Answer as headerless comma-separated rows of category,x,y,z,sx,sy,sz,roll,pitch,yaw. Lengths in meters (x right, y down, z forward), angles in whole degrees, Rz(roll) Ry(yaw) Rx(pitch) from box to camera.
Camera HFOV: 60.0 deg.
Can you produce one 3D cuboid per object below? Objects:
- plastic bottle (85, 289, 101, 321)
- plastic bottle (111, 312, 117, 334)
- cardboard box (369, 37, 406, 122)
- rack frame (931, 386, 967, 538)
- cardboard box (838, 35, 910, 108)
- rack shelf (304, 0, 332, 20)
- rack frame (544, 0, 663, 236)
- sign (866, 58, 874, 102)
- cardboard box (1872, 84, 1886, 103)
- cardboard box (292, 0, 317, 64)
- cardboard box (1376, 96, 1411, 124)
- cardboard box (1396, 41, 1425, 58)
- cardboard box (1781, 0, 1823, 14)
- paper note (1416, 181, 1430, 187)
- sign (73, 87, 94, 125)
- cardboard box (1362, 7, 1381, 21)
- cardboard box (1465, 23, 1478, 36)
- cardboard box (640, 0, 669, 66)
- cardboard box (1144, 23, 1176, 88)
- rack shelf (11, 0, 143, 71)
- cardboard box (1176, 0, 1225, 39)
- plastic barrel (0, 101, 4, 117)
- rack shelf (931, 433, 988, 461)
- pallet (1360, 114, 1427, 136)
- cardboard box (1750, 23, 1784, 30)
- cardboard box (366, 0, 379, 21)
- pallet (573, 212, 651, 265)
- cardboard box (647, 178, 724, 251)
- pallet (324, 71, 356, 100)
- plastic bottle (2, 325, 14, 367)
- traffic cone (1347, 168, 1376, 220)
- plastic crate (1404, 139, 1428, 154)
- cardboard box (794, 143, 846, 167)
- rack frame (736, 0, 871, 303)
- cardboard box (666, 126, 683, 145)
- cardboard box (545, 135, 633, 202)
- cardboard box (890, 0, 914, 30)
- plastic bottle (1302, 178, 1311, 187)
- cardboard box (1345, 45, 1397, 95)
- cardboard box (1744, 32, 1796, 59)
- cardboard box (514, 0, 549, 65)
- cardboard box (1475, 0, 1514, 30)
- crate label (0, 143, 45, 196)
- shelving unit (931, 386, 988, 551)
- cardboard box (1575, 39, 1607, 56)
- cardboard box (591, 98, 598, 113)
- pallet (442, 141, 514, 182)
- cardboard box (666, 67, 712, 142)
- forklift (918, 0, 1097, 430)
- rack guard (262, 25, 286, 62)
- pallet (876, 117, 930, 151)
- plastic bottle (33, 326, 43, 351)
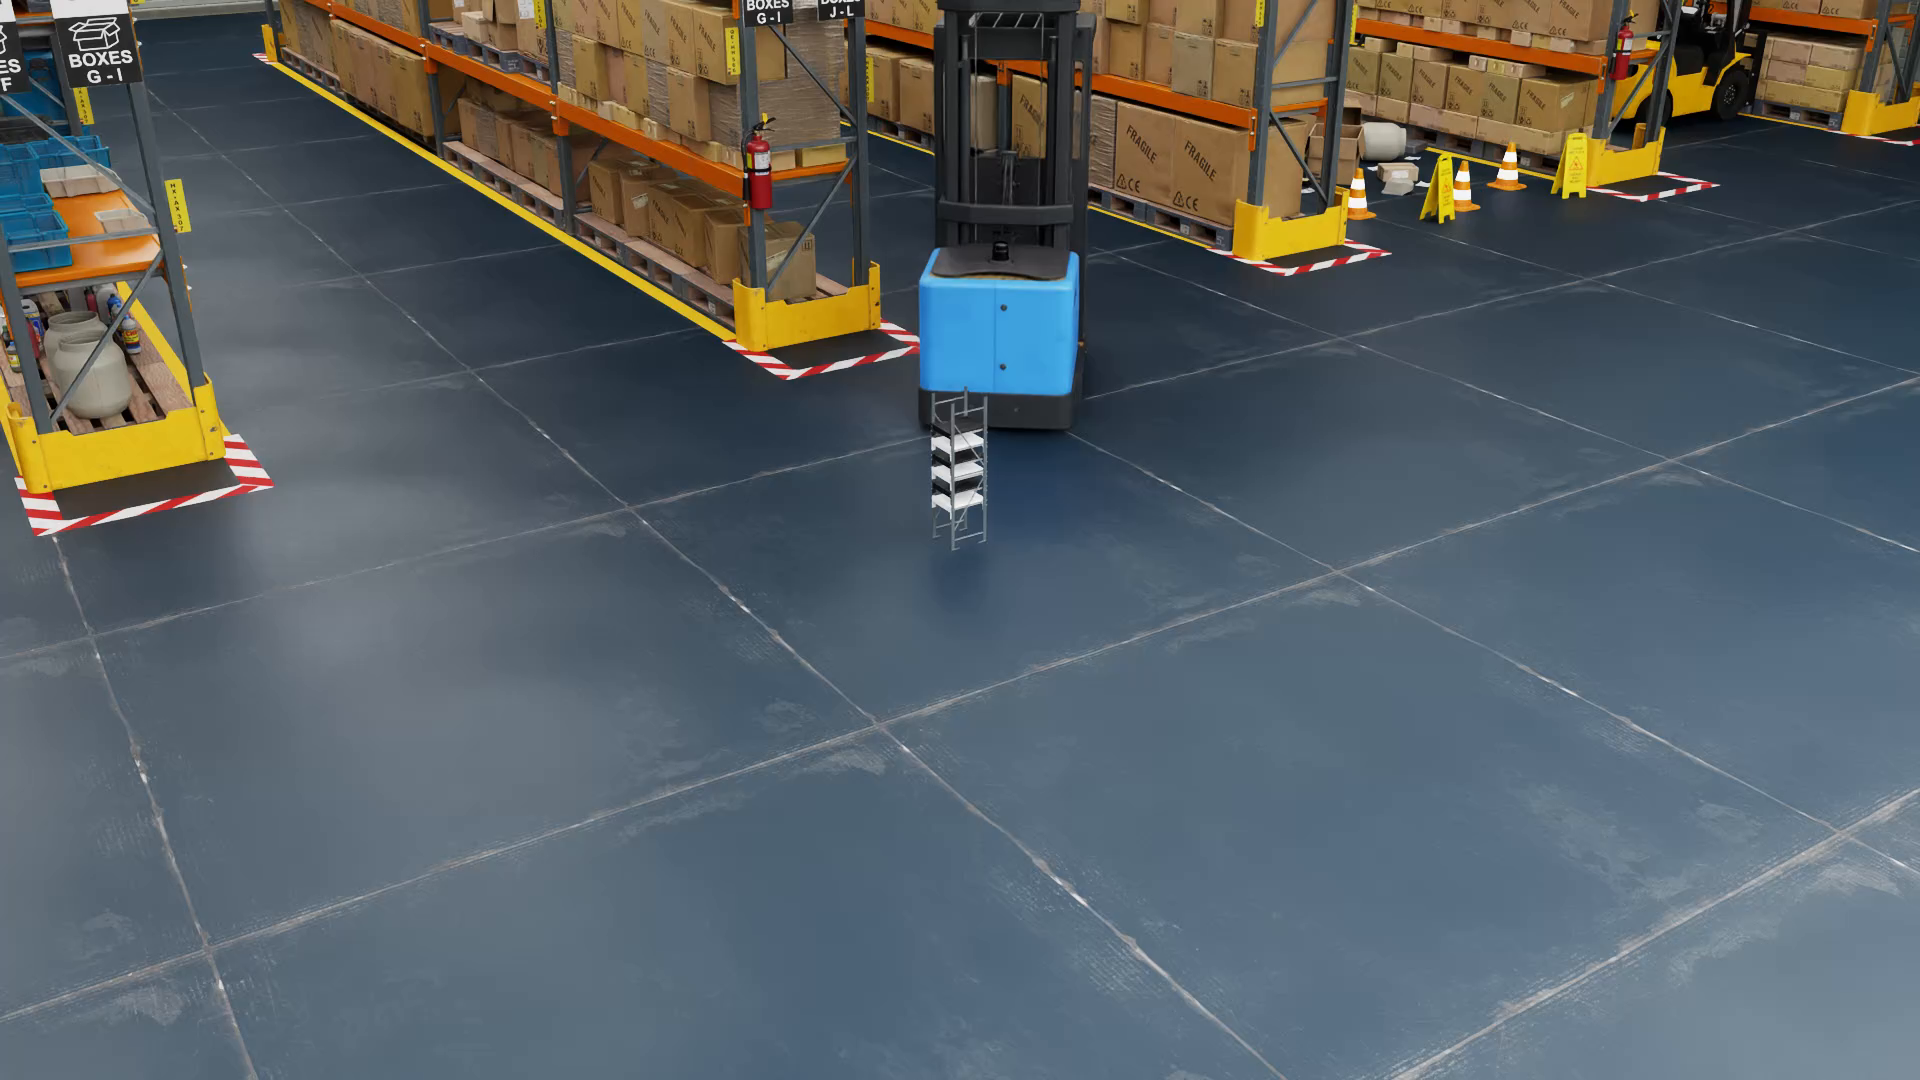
plastic bottle,-6.617,-1.783,12.679,0.061,0.283,0.133,-16,29,-30
plastic bottle,-6.329,-1.661,12.518,0.097,0.201,0.097,0,25,0
cardboard box,-6.361,-5.630,20.159,1.225,0.875,0.875,-15,29,-29
rack frame,-0.060,-0.446,9.641,0.240,0.900,0.006,-16,29,-30
cardboard box,-1.054,-5.882,20.840,1.050,0.750,0.750,-16,30,-30
rack shelf,-8.797,-7.649,23.283,1.077,0.370,4.000,-16,29,-30
rack frame,-3.338,-4.398,15.552,1.000,3.000,0.127,-16,29,-30
sign,-0.700,-3.485,12.605,0.100,0.325,0.005,-16,29,-30
cardboard box,11.201,-5.602,20.833,0.500,0.250,0.500,-15,29,-29
cardboard box,-8.976,-7.383,23.873,0.875,0.875,0.875,-16,29,-30
cardboard box,5.362,-5.192,19.963,0.500,0.250,0.500,-14,29,-27
cardboard box,5.361,-5.770,19.550,0.380,0.149,0.250,-14,29,-28
cardboard box,10.541,-6.783,20.487,0.500,0.500,0.500,-15,29,-28
paper note,4.965,-3.808,17.781,0.142,0.019,0.148,18,31,33
sign,-7.021,-3.493,13.311,0.100,0.325,0.005,-16,29,-30
cardboard box,5.049,-6.328,19.935,0.380,0.149,0.250,-15,29,-28
cardboard box,5.947,-5.798,18.813,0.380,0.149,0.250,-16,29,-30
cardboard box,-2.211,-4.095,13.274,0.500,0.500,0.500,-16,29,-30
cardboard box,2.297,-4.698,16.013,0.875,0.550,0.550,-16,29,-30
rack shelf,-6.396,-3.559,11.105,1.077,0.370,4.000,-16,29,-30
cardboard box,2.509,-4.960,15.303,0.875,0.550,0.550,-16,29,-30
plastic barrel,-7.827,-3.698,13.911,0.433,0.535,0.433,0,25,0
rack shelf,-0.004,-0.542,9.501,0.258,0.077,0.200,-16,29,-30
pallet,5.361,-5.214,20.548,1.003,0.211,1.213,-16,29,-30
cardboard box,10.388,-6.594,21.761,0.500,0.250,0.500,-16,30,-31
cardboard box,-6.829,-6.539,19.972,0.500,0.500,0.500,-15,29,-29
pallet,-2.942,-2.905,15.656,1.003,0.211,1.213,-16,29,-30
cardboard box,-2.430,-2.898,14.812,0.500,0.500,0.500,-19,31,-34
pallet,-8.055,-6.289,22.824,1.003,0.211,1.213,-16,29,-30
plastic bottle,-6.753,-1.376,11.817,0.061,0.283,0.133,-15,29,-28
traffic cone,3.956,-3.461,16.539,0.336,0.463,0.334,-16,29,-30
plastic crate,5.135,-4.634,19.473,0.583,0.080,0.402,18,31,33
cardboard box,-1.110,-3.011,12.909,0.380,0.149,0.250,-16,29,-30
rack frame,-1.155,-2.967,12.522,1.000,3.000,0.127,-16,29,-30
cardboard box,-2.179,-3.351,13.628,0.380,0.149,0.250,-16,29,-30
cardboard box,-3.655,-3.691,16.468,0.700,0.500,0.500,-18,31,-33
cardboard box,-0.467,-6.230,19.316,0.500,0.500,0.500,-16,30,-30
plastic bottle,3.615,-3.848,17.830,0.283,0.061,0.133,18,31,33
cardboard box,5.061,-5.719,20.201,0.500,0.500,0.500,-14,29,-27
cardboard box,10.225,-6.285,21.107,0.500,0.250,0.500,-15,29,-29
cardboard box,-3.655,-5.176,16.006,1.000,1.000,1.000,-15,29,-29
cardboard box,6.082,-5.946,18.367,0.500,0.500,0.500,-16,29,-30
crate label,-6.536,-2.424,11.330,0.502,0.435,0.616,-16,29,-30
shelving unit,-0.004,-0.410,9.564,0.258,0.900,0.210,-16,29,-30
cardboard box,6.765,-5.247,17.645,0.380,0.149,0.250,-14,29,-28
cardboard box,-3.043,-3.875,14.738,0.380,0.149,0.250,-16,29,-30
pallet,-5.096,-4.288,18.586,1.003,0.211,1.213,-16,29,-30
cardboard box,-1.805,-3.501,13.187,0.875,0.500,0.500,-16,29,-30
forklift,0.390,-2.662,11.956,1.130,2.935,3.031,3,25,6
rack guard,-9.902,-7.568,25.196,1.175,0.500,0.348,-16,29,-30
pallet,-0.282,-4.952,19.992,1.003,0.211,1.213,-16,29,-30
plastic bottle,-6.770,-1.483,12.140,0.097,0.201,0.097,0,25,0
